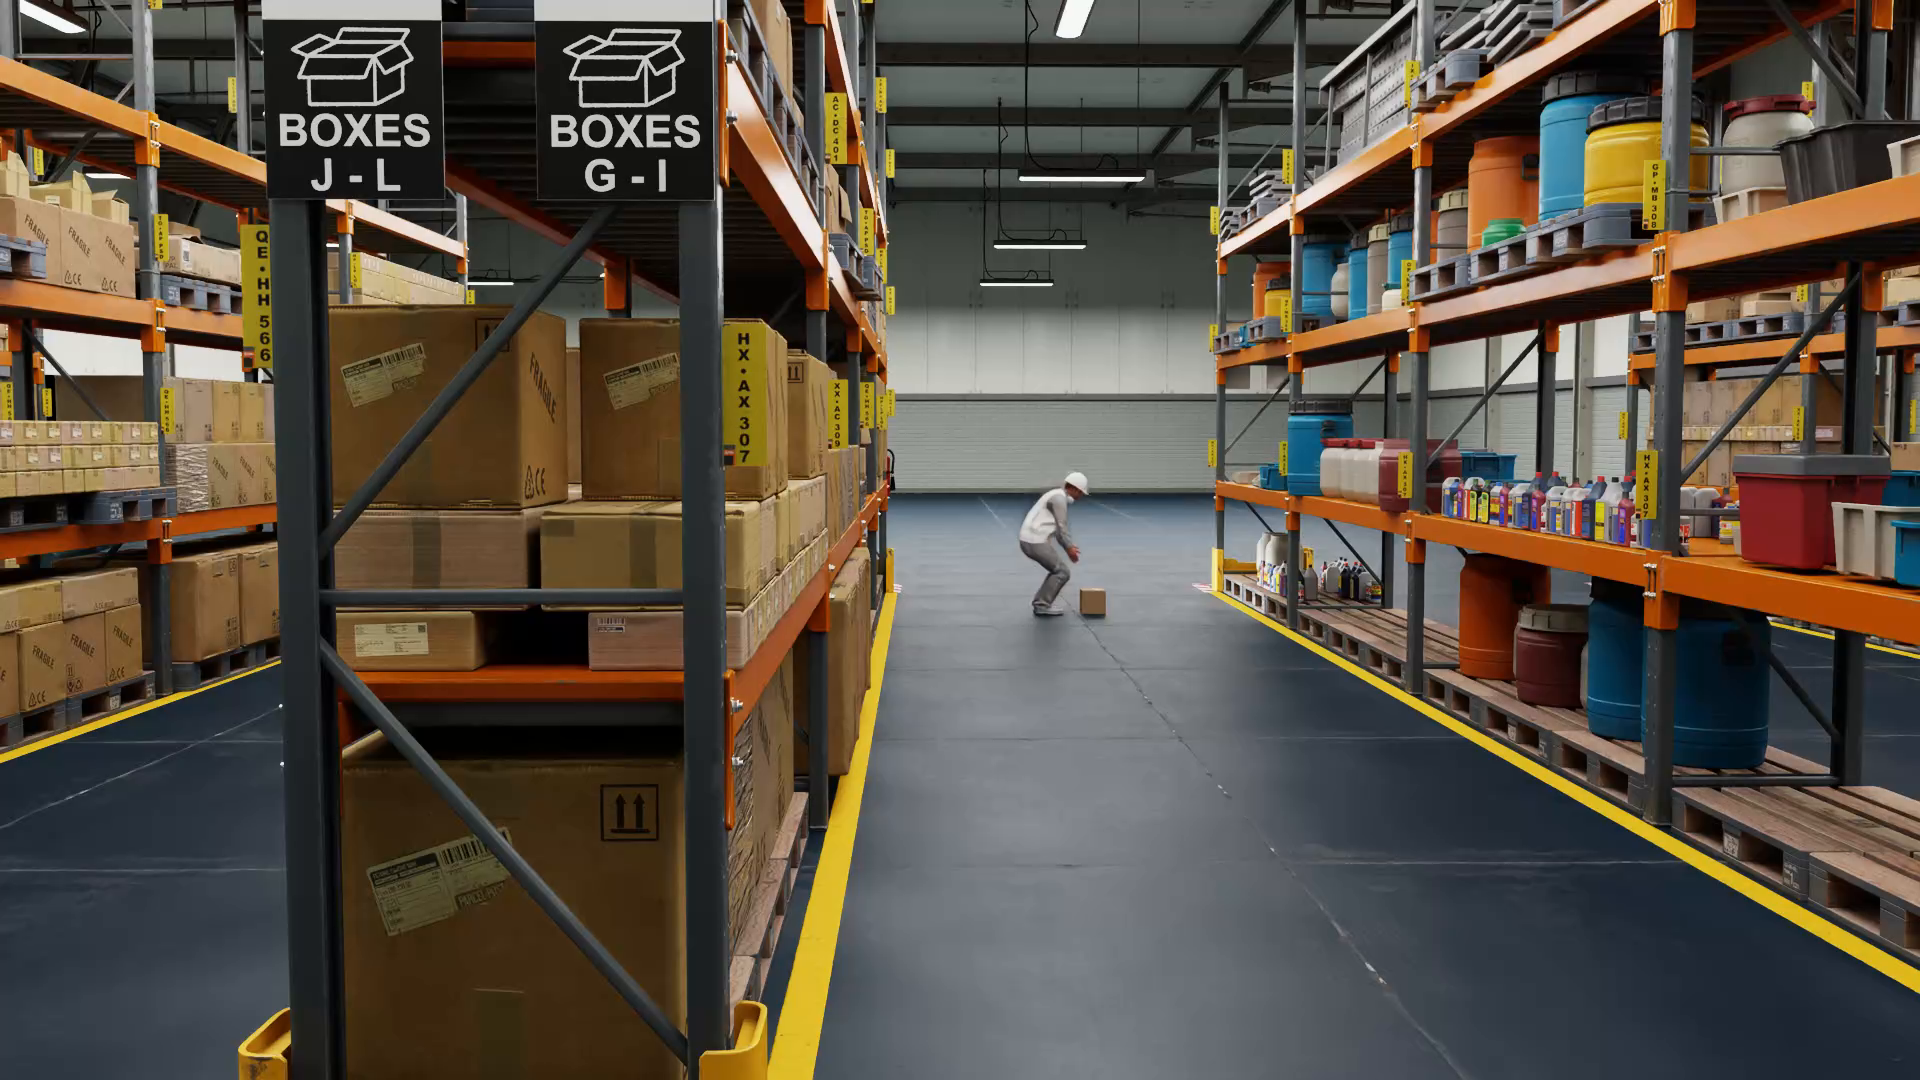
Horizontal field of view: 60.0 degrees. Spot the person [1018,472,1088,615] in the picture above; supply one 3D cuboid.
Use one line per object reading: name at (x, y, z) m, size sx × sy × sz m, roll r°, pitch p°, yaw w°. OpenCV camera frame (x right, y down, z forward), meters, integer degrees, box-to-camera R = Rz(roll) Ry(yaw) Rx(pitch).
person at (0.973, 0.030, 17.384) m, size 0.734 × 1.478 × 0.591 m, roll 0°, pitch 4°, yaw -1°
